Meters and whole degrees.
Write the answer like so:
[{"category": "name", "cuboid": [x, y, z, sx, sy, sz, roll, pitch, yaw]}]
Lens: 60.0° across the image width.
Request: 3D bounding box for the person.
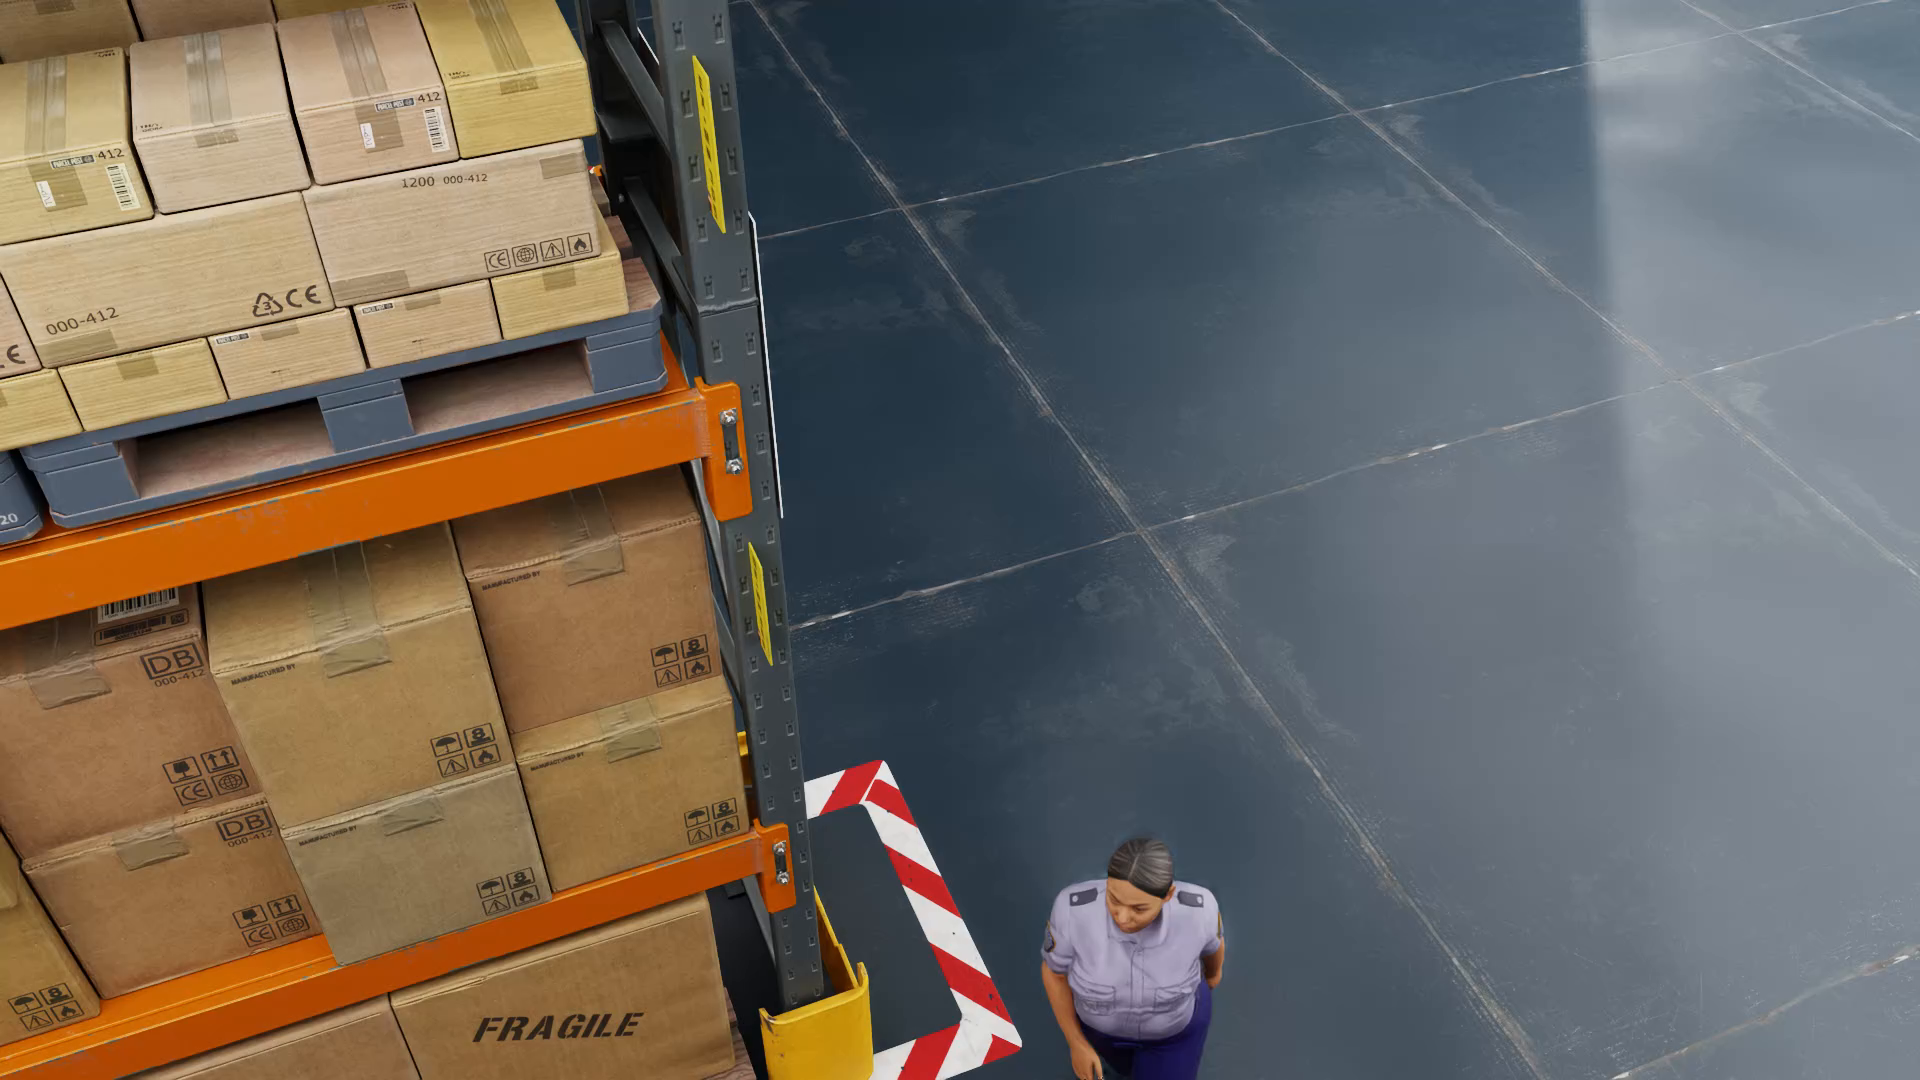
[{"category": "person", "cuboid": [0.480, 1.326, 4.707, 0.515, 1.594, 0.948, 6, 42, 7]}]
